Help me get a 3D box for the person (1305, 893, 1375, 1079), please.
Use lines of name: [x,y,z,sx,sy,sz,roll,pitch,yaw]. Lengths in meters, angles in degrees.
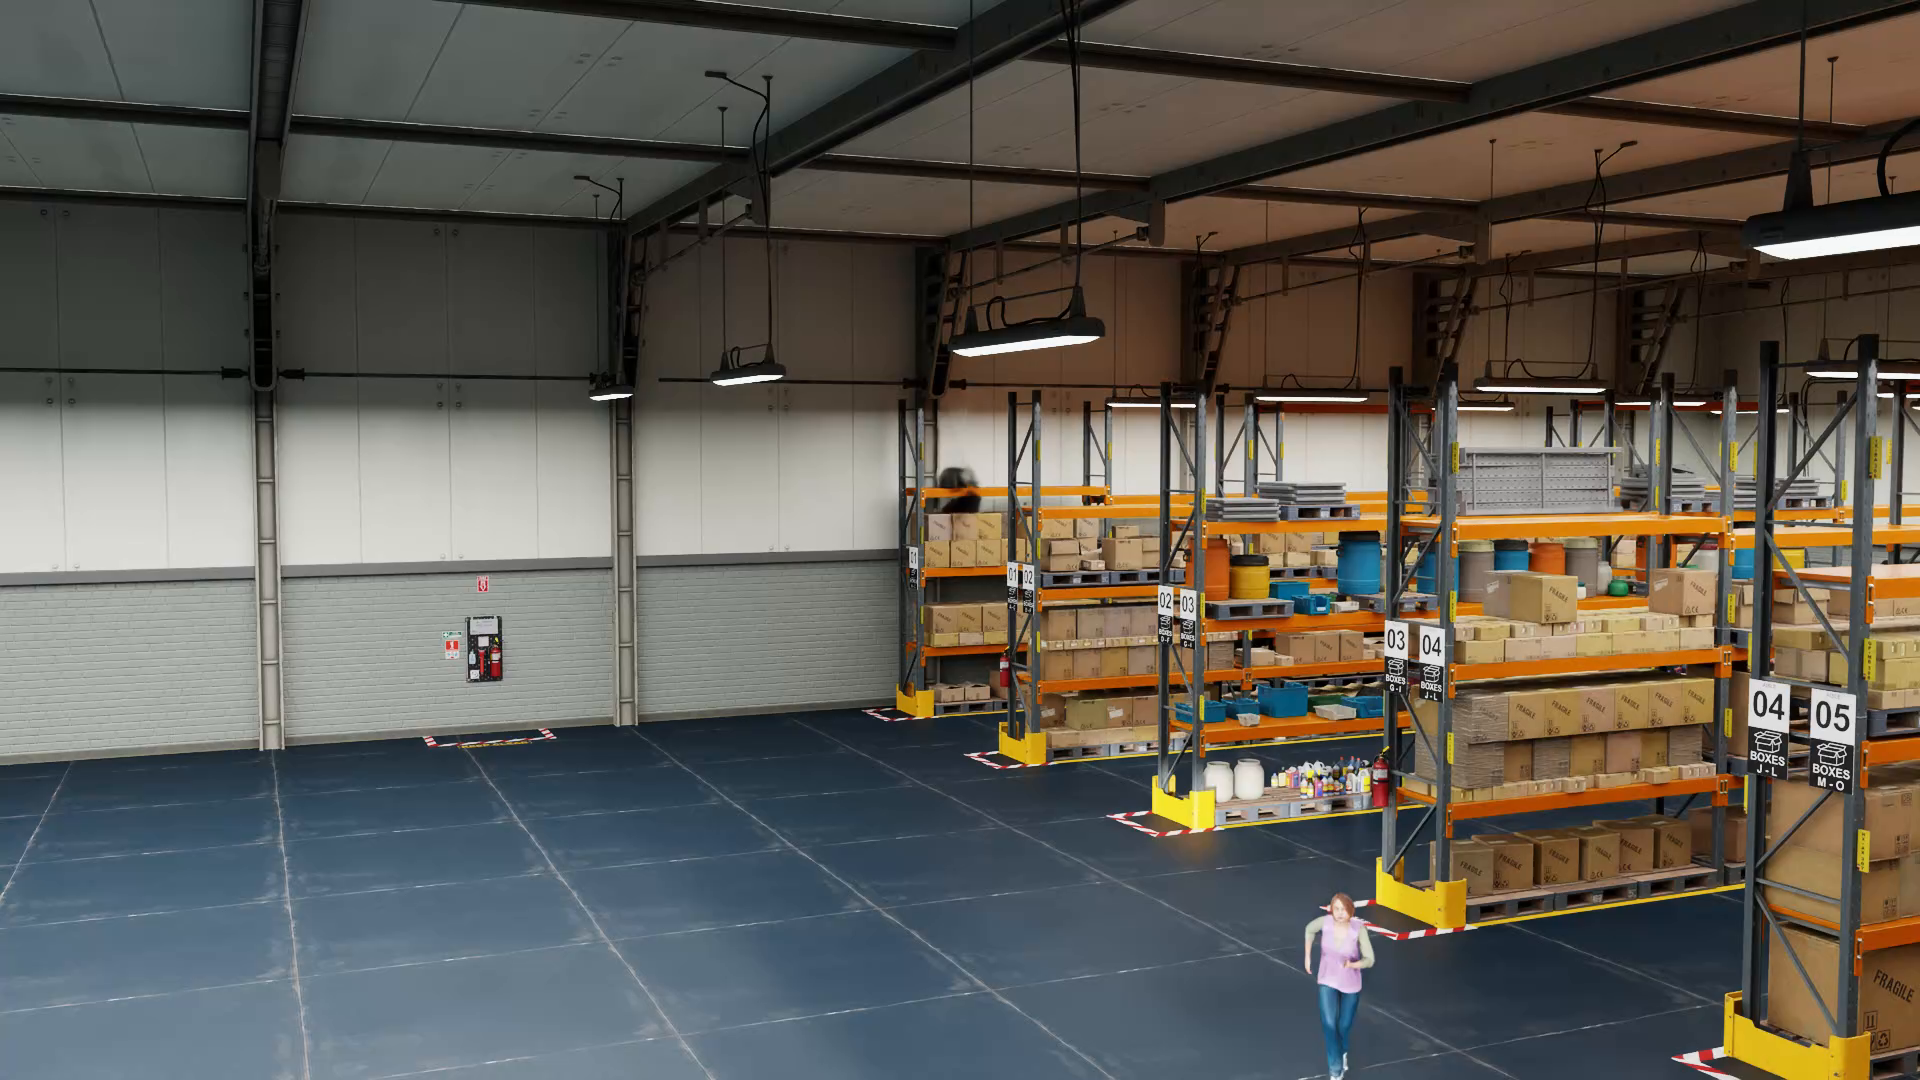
person: [3.033,3.561,13.305,0.555,1.526,0.789,1,3,16]
